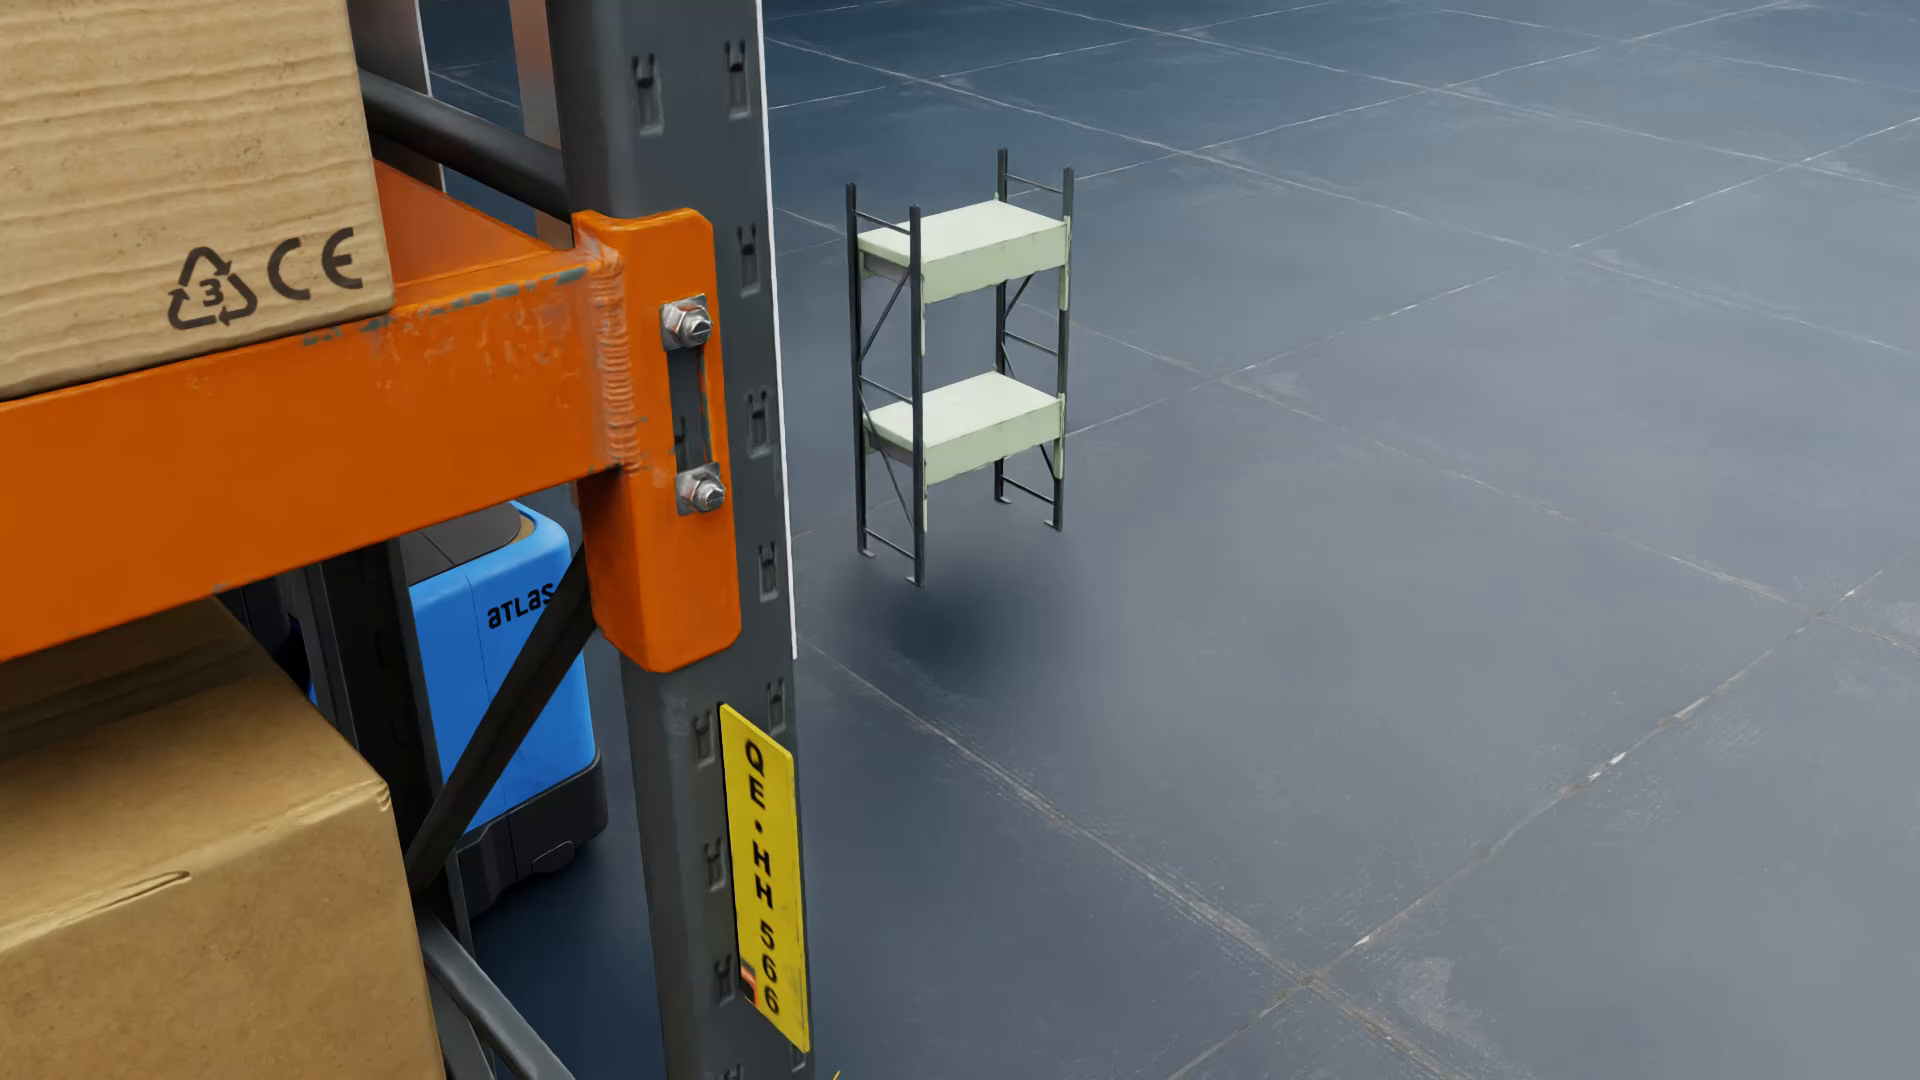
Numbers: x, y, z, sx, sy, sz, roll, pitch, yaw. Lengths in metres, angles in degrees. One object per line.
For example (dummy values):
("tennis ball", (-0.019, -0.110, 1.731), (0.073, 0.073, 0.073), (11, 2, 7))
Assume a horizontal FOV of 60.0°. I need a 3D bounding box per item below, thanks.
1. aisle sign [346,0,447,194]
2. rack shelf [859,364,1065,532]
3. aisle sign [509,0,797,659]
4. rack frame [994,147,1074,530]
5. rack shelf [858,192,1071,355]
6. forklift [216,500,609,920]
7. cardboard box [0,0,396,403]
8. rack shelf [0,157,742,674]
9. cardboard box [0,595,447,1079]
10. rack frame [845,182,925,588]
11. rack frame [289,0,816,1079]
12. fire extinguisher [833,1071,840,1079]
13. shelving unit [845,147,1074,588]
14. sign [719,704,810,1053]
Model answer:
("aisle sign", (-0.661, -0.529, 1.800), (0.004, 0.787, 0.394), (-22, 35, -35))
("rack shelf", (0.005, -0.376, 6.554), (0.720, 0.370, 0.431), (-22, 35, -35))
("aisle sign", (-0.272, -0.314, 1.397), (0.004, 0.787, 0.394), (-22, 35, -35))
("rack frame", (0.284, -0.775, 6.610), (0.023, 1.500, 0.400), (-22, 35, -35))
("rack shelf", (0.005, -1.008, 6.216), (0.720, 0.370, 0.431), (-22, 35, -35))
("forklift", (-2.414, -0.015, 3.668), (1.130, 2.935, 3.031), (23, 36, 36))
("cardboard box", (-0.715, -0.275, 1.058), (0.500, 0.250, 0.500), (-21, 35, -34))
("rack shelf", (-2.035, 0.350, 0.494), (4.000, 0.370, 1.077), (-22, 35, -35))
("cardboard box", (-0.772, 0.384, 1.366), (0.500, 0.500, 0.500), (-22, 35, -35))
("rack frame", (-0.273, -0.552, 6.191), (0.023, 1.500, 0.400), (-22, 35, -35))
("rack frame", (-0.516, 0.743, 2.178), (0.053, 2.616, 0.949), (-22, 35, -35))
("fire extinguisher", (-0.127, 0.908, 1.950), (0.183, 0.674, 0.296), (-22, 35, -35))
("shelving unit", (0.005, -0.664, 6.400), (0.755, 1.500, 0.431), (-22, 35, -35))
("sign", (-0.169, 0.299, 1.445), (0.005, 0.325, 0.100), (-22, 35, -35))
